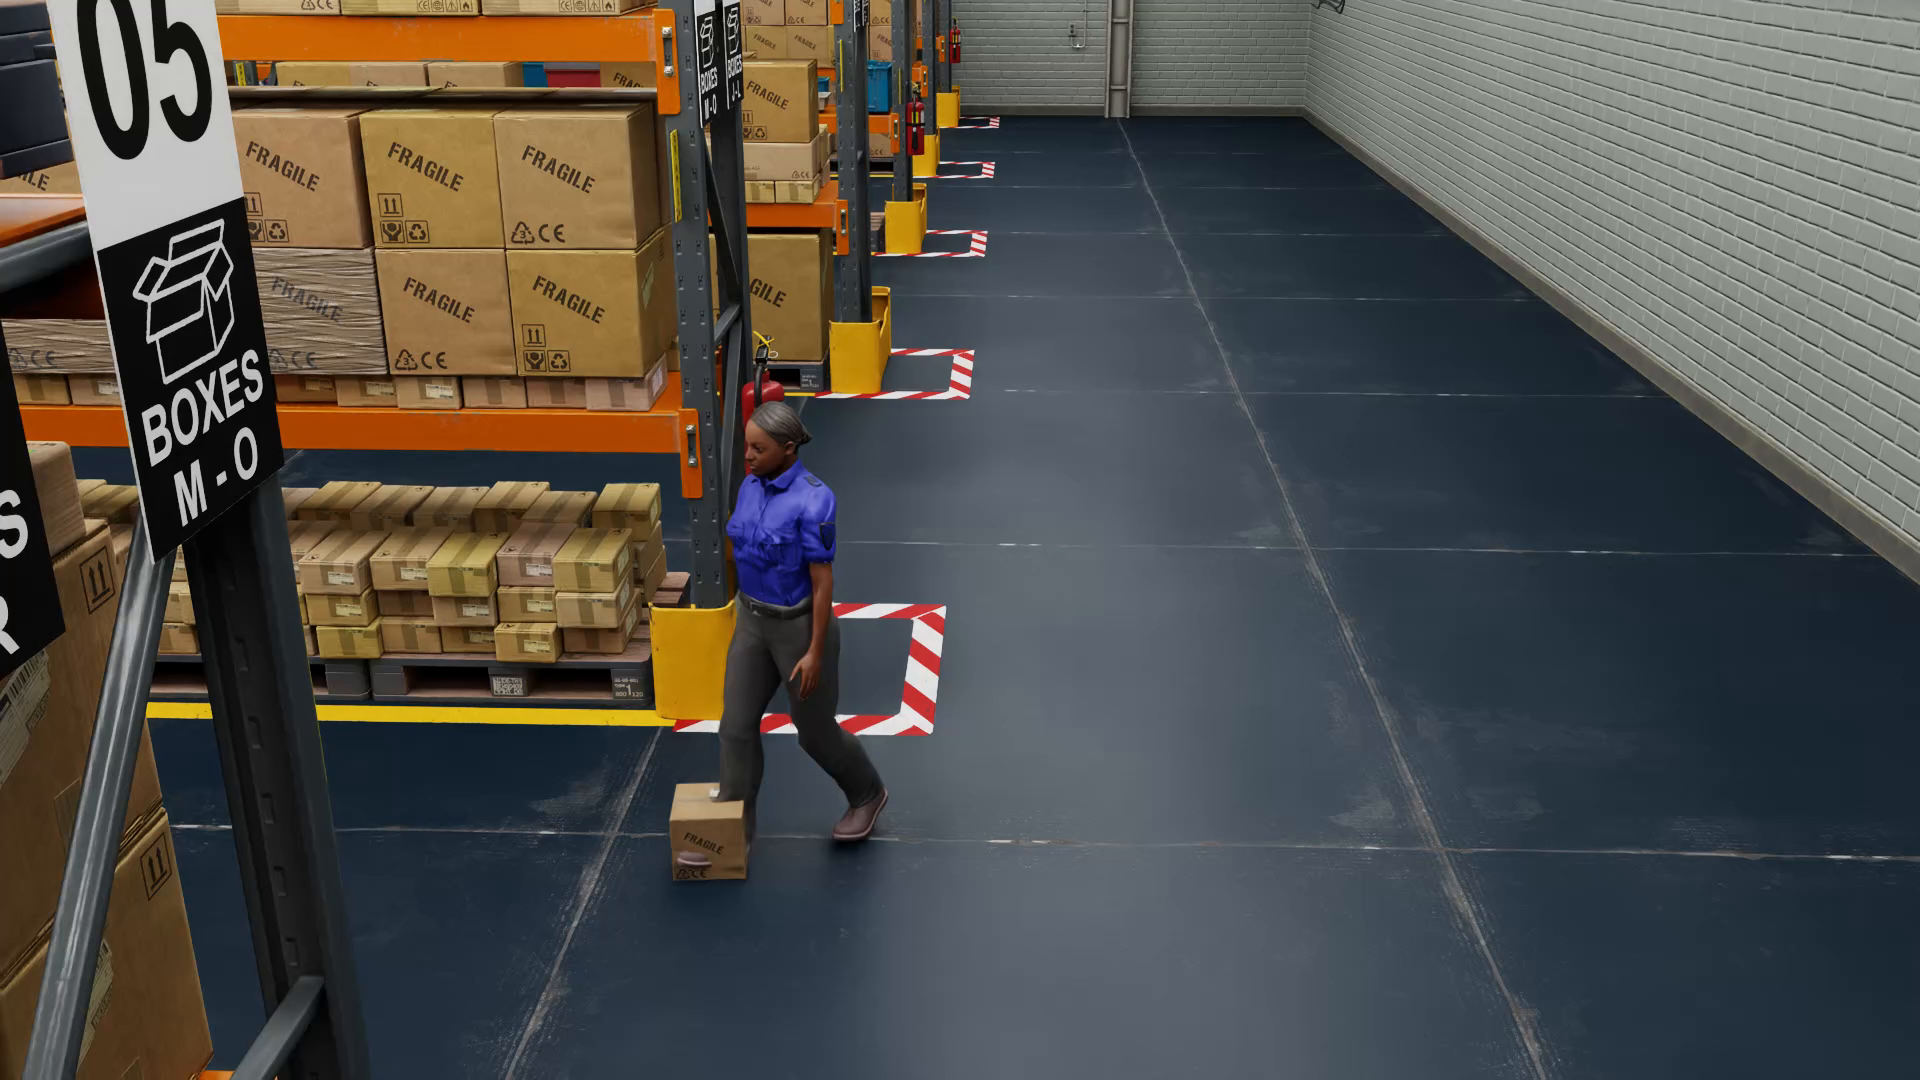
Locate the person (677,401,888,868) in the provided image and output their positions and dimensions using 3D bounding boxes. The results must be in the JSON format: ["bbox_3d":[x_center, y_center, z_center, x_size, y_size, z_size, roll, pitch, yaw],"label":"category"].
[{"bbox_3d":[-0.627,0.331,5.677,0.468,1.639,0.783,16,26,36],"label":"person"}]
